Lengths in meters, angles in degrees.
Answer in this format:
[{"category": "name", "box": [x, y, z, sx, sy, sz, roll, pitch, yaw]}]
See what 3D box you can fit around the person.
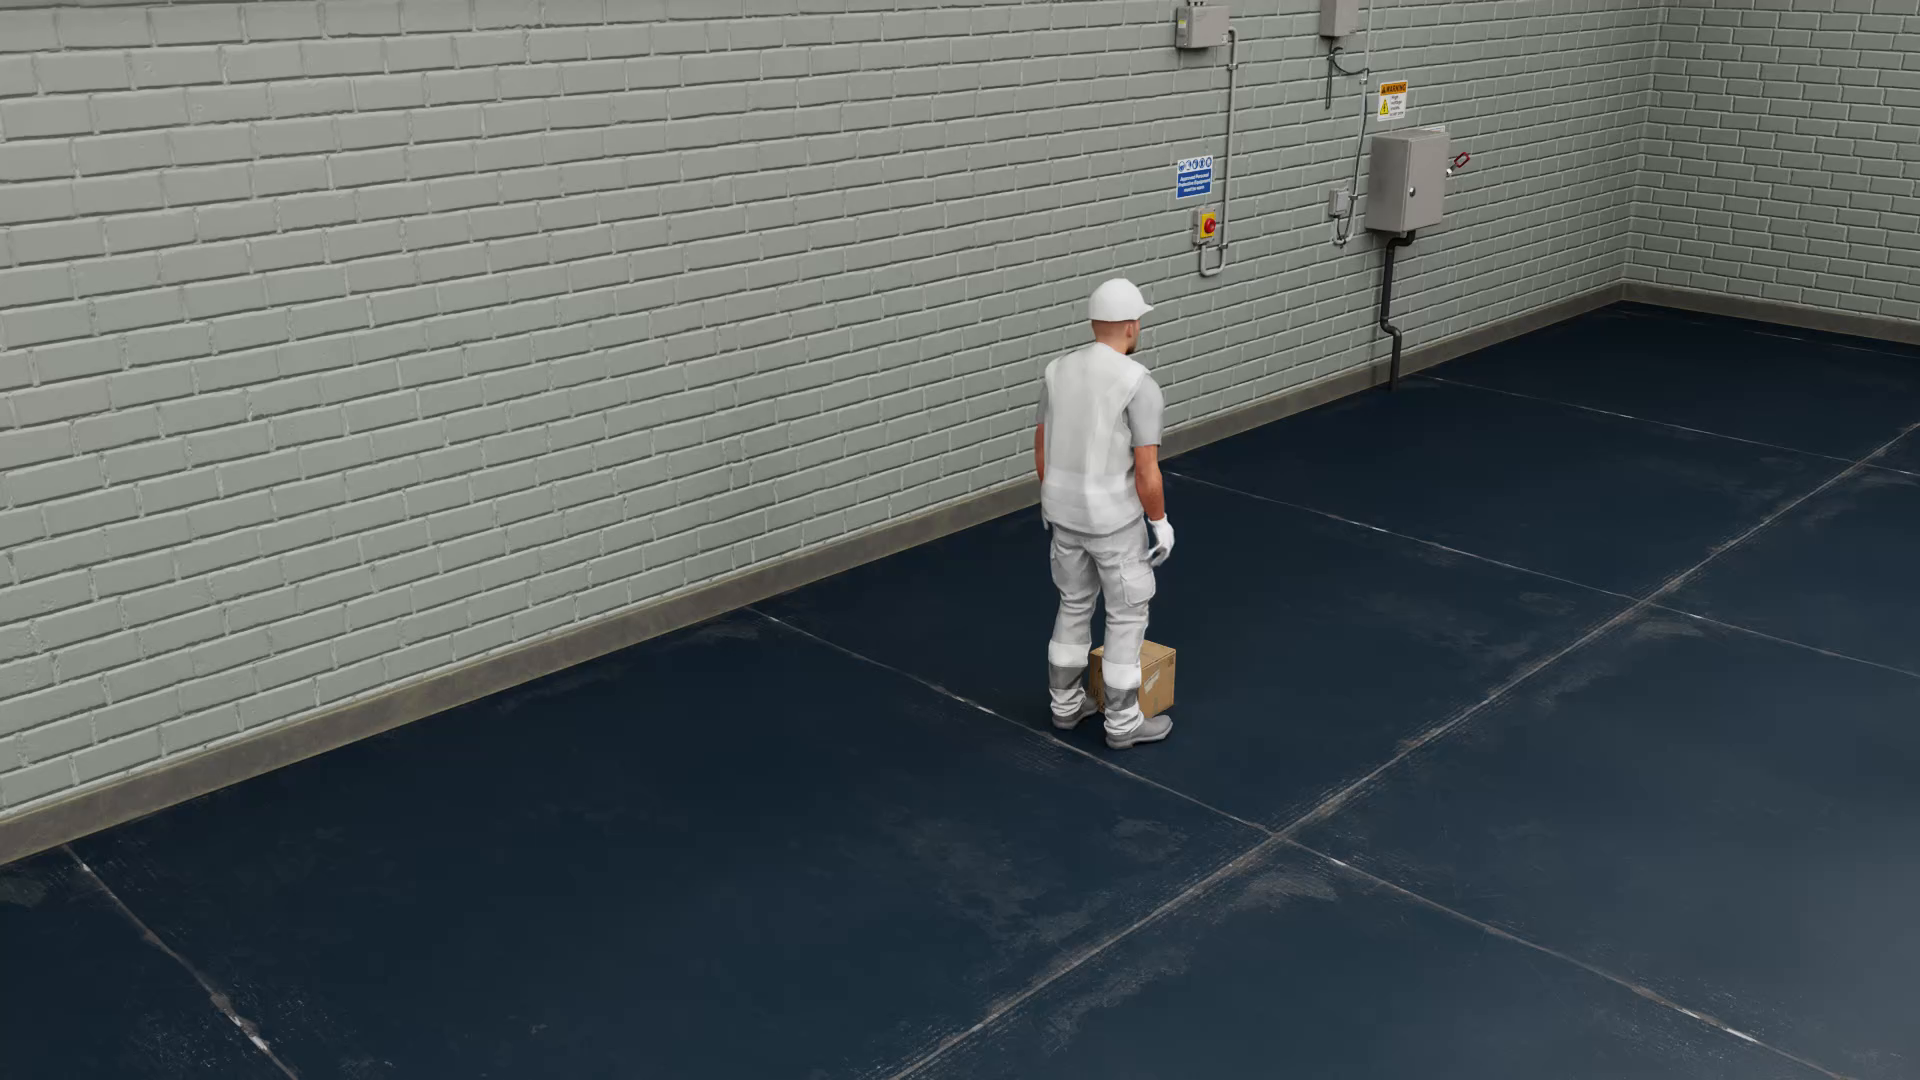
[{"category": "person", "box": [0.548, -0.095, 6.312, 0.611, 1.779, 0.455, 18, 27, 40]}]
